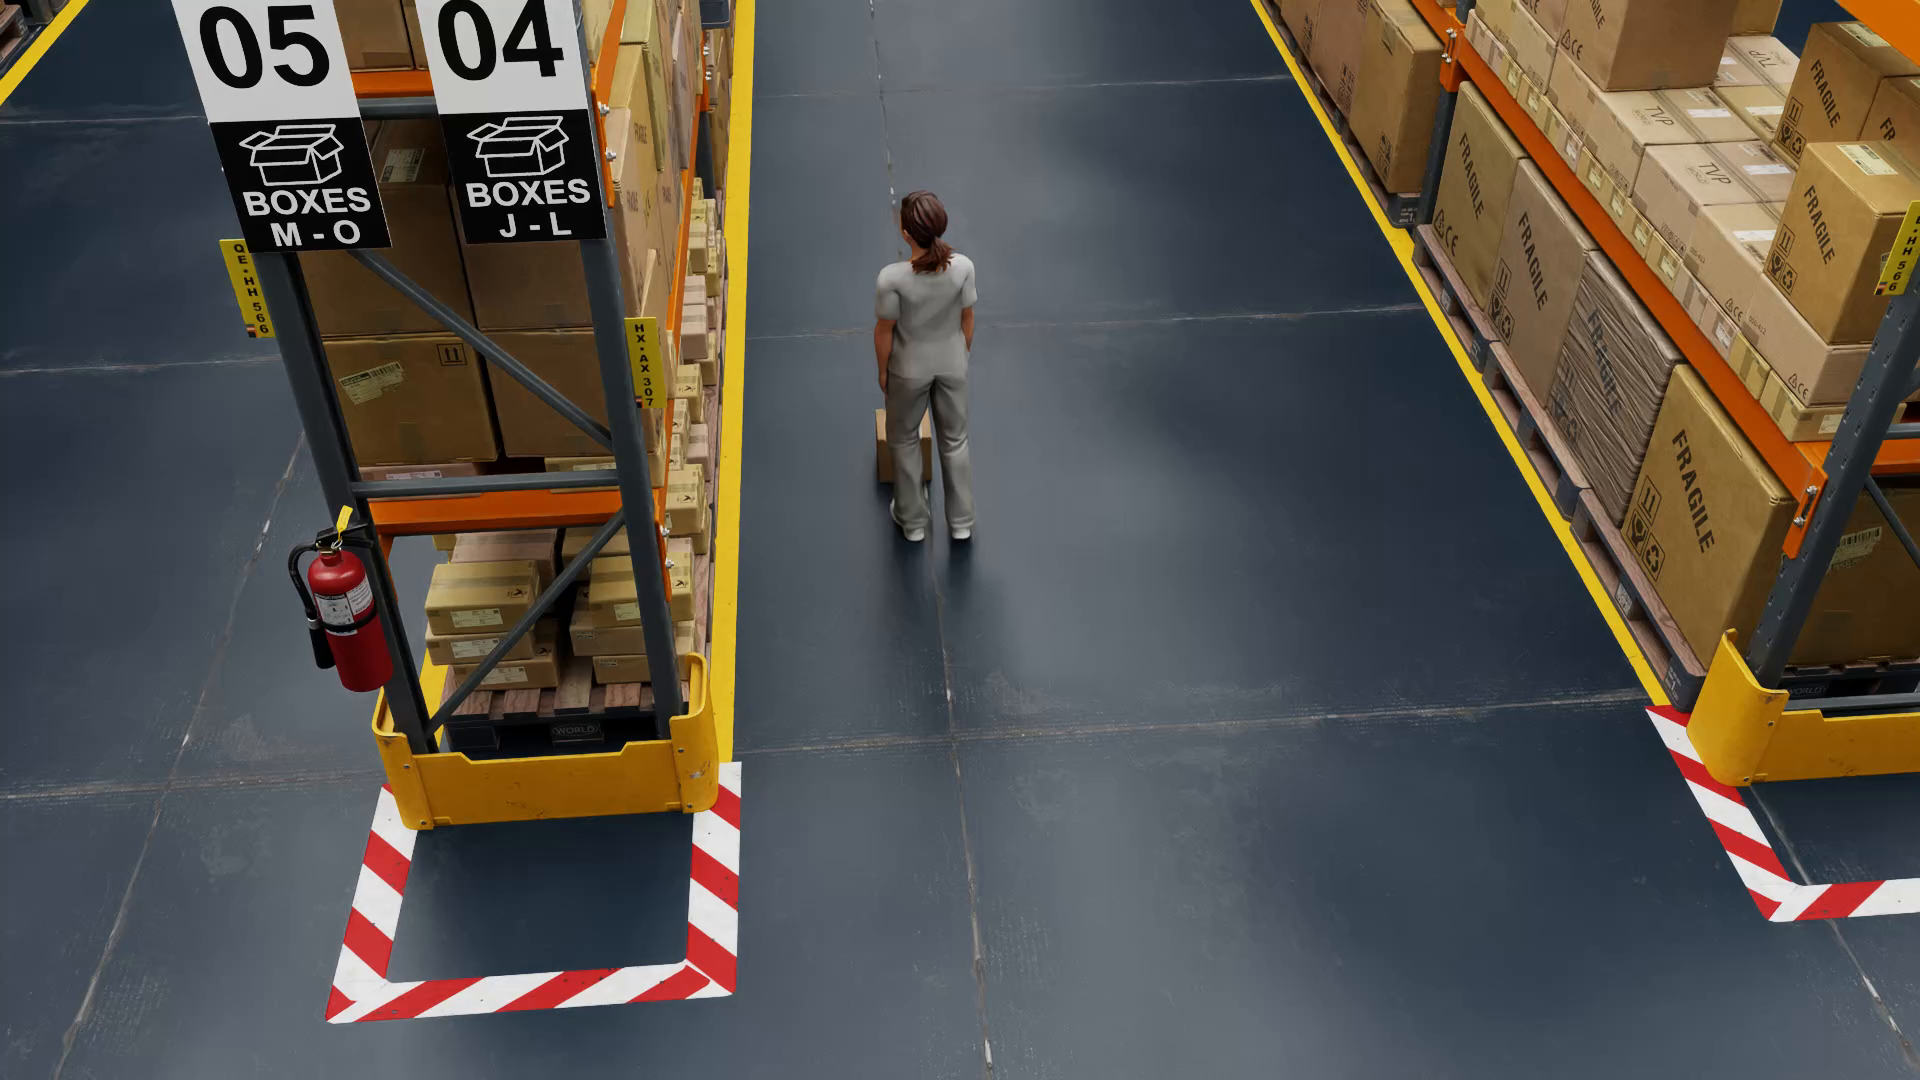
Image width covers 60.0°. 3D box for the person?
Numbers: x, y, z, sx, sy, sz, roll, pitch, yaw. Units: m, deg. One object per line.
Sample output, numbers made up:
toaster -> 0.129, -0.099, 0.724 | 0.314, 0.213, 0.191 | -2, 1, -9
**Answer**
person -> -0.146, -0.713, 7.042 | 0.438, 1.677, 0.377 | -10, 40, -12
